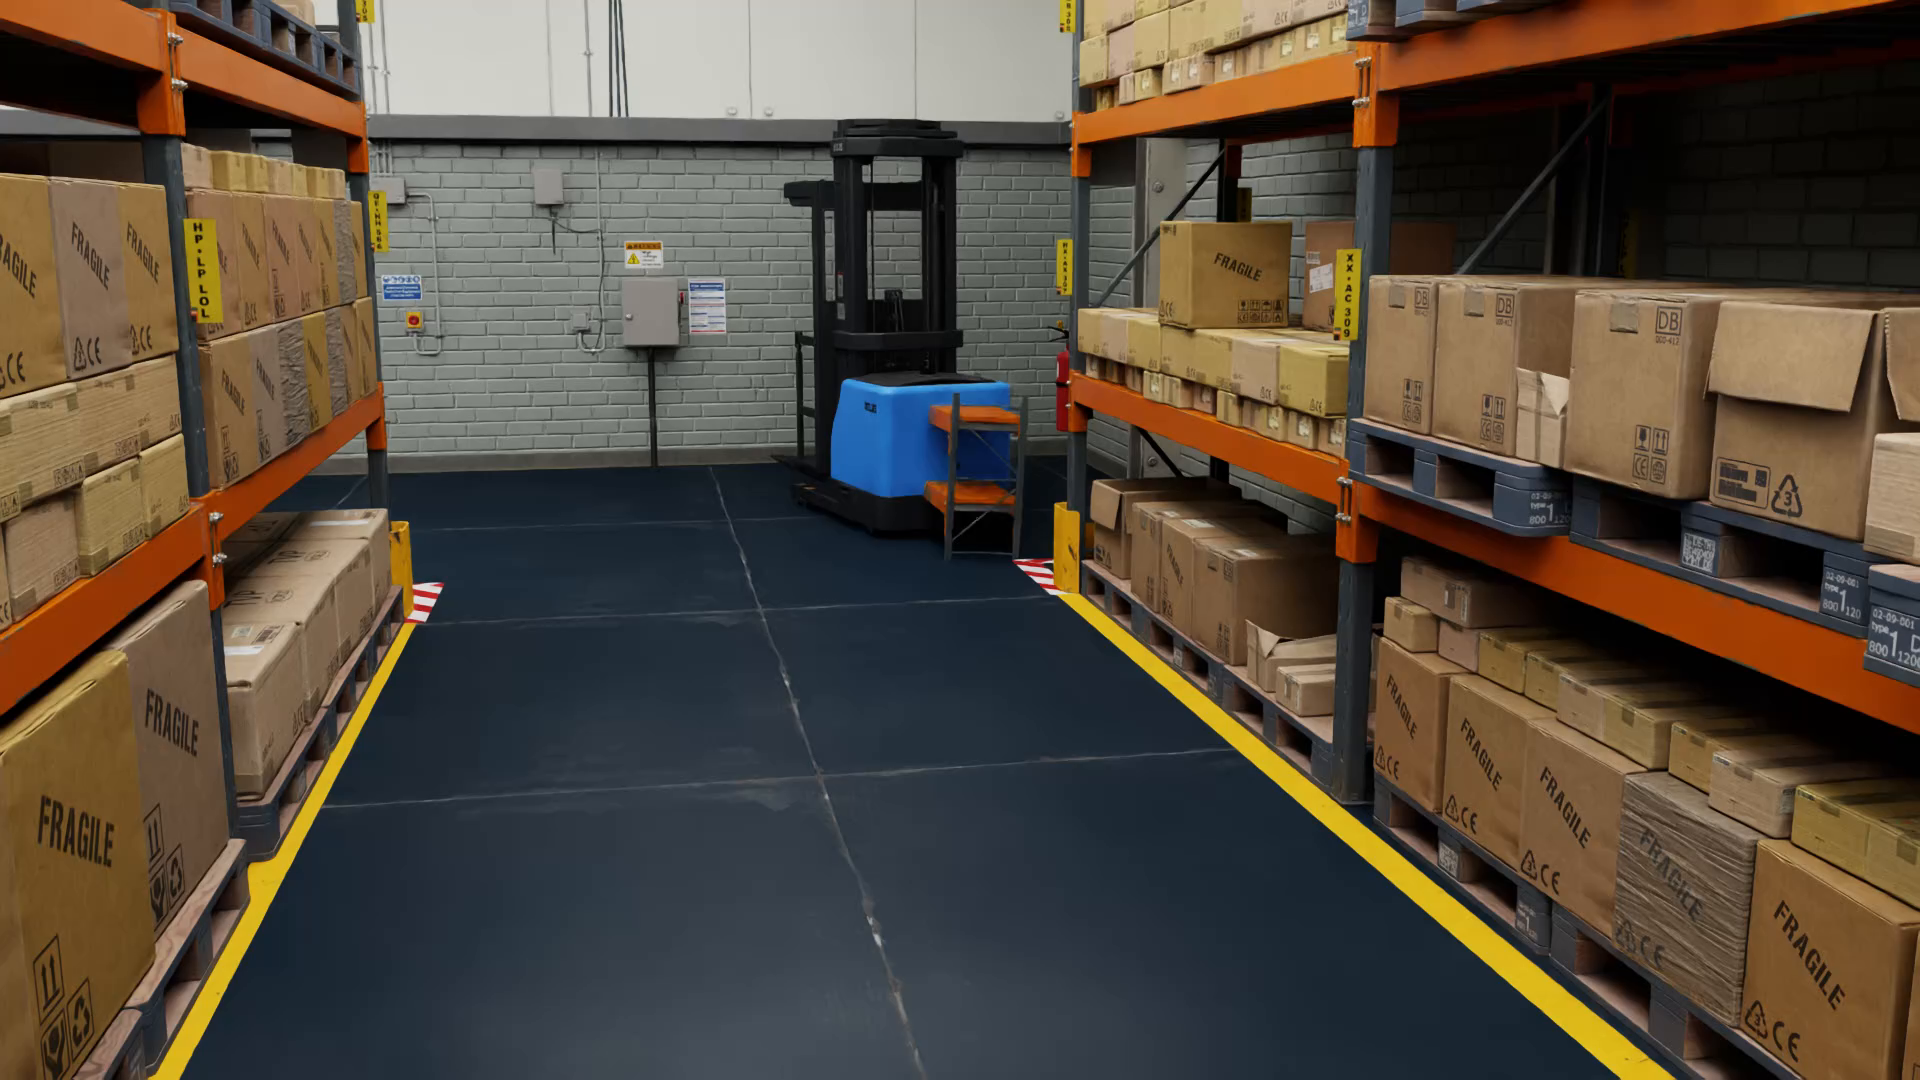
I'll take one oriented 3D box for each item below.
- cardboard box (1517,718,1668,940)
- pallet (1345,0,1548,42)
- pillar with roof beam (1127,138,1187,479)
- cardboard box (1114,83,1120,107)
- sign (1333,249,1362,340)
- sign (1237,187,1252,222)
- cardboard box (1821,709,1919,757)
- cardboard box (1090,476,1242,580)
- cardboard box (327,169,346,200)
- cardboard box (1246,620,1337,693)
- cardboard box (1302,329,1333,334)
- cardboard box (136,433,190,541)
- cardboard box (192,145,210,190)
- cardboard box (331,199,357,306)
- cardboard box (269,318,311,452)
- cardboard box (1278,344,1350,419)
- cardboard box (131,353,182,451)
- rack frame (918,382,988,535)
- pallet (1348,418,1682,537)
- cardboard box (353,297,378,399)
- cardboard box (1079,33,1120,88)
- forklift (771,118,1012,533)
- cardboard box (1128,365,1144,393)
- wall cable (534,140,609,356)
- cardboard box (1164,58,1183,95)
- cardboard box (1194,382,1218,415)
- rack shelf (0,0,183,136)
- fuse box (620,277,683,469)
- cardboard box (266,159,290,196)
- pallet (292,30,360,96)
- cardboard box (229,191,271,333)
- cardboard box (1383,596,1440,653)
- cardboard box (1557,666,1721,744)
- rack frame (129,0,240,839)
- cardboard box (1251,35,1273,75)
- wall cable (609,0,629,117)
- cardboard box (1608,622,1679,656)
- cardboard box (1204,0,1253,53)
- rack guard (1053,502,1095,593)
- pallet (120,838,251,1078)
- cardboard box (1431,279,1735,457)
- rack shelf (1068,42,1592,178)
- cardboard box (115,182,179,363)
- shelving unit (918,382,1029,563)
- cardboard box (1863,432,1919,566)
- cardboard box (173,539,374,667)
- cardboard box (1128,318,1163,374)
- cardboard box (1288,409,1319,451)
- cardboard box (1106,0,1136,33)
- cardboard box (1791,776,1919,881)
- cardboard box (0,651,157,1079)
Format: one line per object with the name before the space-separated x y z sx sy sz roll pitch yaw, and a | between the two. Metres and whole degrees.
cardboard box | 2.015 0.825 4.903 0.500 0.500 0.500 -2 11 -13
pallet | 1.994 -1.742 5.306 1.213 0.211 1.003 -2 11 -11
pillar with roof beam | -2.705 -4.534 11.452 9.100 9.000 0.400 -2 11 -11
cardboard box | 1.069 -2.452 9.209 0.380 0.149 0.250 -2 11 -10
sign | 1.405 -0.887 6.019 0.100 0.325 0.005 -2 11 -11
sign | 1.706 -1.957 10.014 0.100 0.325 0.005 -2 11 -11
cardboard box | 2.603 0.561 4.556 0.380 0.149 0.250 -3 11 -13
cardboard box | 1.184 -0.081 9.652 0.797 0.503 0.637 -3 11 -13
cardboard box | -3.238 -1.746 8.169 0.380 0.149 0.250 -2 11 -12
cardboard box | 1.470 0.497 7.252 0.396 0.266 0.258 -2 11 -9
cardboard box | 1.902 -0.842 7.705 0.500 0.250 0.500 -2 11 -10
cardboard box | -2.598 -0.155 4.889 0.500 0.250 0.500 -2 11 -12
cardboard box | -2.805 -1.274 5.693 0.380 0.149 0.250 -2 11 -10
cardboard box | -3.252 -1.401 8.093 0.500 0.500 0.500 -2 11 -11
cardboard box | -2.951 -0.630 6.718 0.500 0.500 0.500 -2 11 -11
cardboard box | 1.598 -0.640 6.641 0.500 0.250 0.500 -2 11 -10
cardboard box | -2.608 -0.401 4.848 0.500 0.250 0.500 -2 11 -11
rack frame | -0.023 -0.555 11.879 0.500 1.125 0.032 1 9 -11
pallet | 1.984 -0.238 5.438 1.003 0.211 1.213 -2 11 -11
cardboard box | -3.357 -1.005 8.690 0.500 0.500 0.500 -2 11 -11
cardboard box | 0.976 -2.671 9.291 0.500 0.250 0.500 -2 11 -12
forklift | -0.698 -1.723 12.912 1.130 2.935 3.031 -5 12 -24
cardboard box | 1.122 -0.882 8.981 0.380 0.149 0.250 -2 11 -9
wall cable | -3.441 -2.621 14.729 0.588 1.984 0.122 -2 11 -11
cardboard box | 1.195 -2.215 7.961 0.380 0.149 0.250 -2 11 -11
cardboard box | 1.344 -0.692 7.983 0.380 0.149 0.250 -2 11 -11
rack shelf | -2.543 -1.055 3.118 1.077 0.370 4.000 -2 11 -11
fuse box | -2.741 -1.485 14.923 0.539 1.711 0.414 -2 11 -11
cardboard box | -3.017 -1.508 6.920 0.380 0.149 0.250 -2 11 -11
pallet | -3.556 -2.330 8.128 1.003 0.211 1.213 -2 11 -11
cardboard box | -2.879 -1.031 6.149 0.500 0.500 0.500 -2 11 -12
cardboard box | 1.745 0.296 5.948 0.380 0.149 0.250 -2 11 -8
cardboard box | 2.014 0.487 4.941 0.380 0.149 0.250 -2 11 -11
rack frame | -2.932 -0.302 5.259 1.000 3.000 0.127 -2 11 -11
cardboard box | 1.445 -2.028 6.978 0.380 0.149 0.250 -2 11 -11
wall cable | -1.615 -5.155 14.613 2.988 3.039 0.133 -2 11 -11
cardboard box | 2.402 0.370 5.560 0.380 0.149 0.250 -2 11 -10
cardboard box | 1.397 -2.297 7.328 0.500 0.250 0.500 -2 11 -10
rack guard | 1.173 0.025 10.226 1.175 0.500 0.348 -2 11 -11
pallet | -2.708 1.207 4.790 1.003 0.211 1.213 -2 11 -11
cardboard box | 1.911 -0.546 5.154 0.700 0.500 0.500 -2 11 -10
rack shelf | 1.547 -1.970 7.925 1.077 0.370 4.000 -2 11 -11
cardboard box | -2.599 -0.769 4.773 0.500 0.500 0.500 -2 11 -9
shelving unit | 0.074 -0.474 11.386 0.538 1.125 1.048 1 9 -11
cardboard box | 2.191 -0.064 3.286 0.500 0.250 0.500 -3 11 -14
cardboard box | -3.297 0.302 7.816 0.875 0.438 0.875 -2 11 -9
cardboard box | 1.182 -1.011 8.589 0.500 0.250 0.500 -2 11 -12
cardboard box | 1.554 -0.456 6.740 0.380 0.149 0.250 -2 11 -9
cardboard box | 1.078 -2.824 8.755 0.500 0.250 0.500 -2 11 -11
cardboard box | 2.222 0.678 3.940 0.380 0.149 0.250 -2 11 -12
cardboard box | -2.550 0.812 3.967 0.875 0.875 0.875 -2 11 -9
